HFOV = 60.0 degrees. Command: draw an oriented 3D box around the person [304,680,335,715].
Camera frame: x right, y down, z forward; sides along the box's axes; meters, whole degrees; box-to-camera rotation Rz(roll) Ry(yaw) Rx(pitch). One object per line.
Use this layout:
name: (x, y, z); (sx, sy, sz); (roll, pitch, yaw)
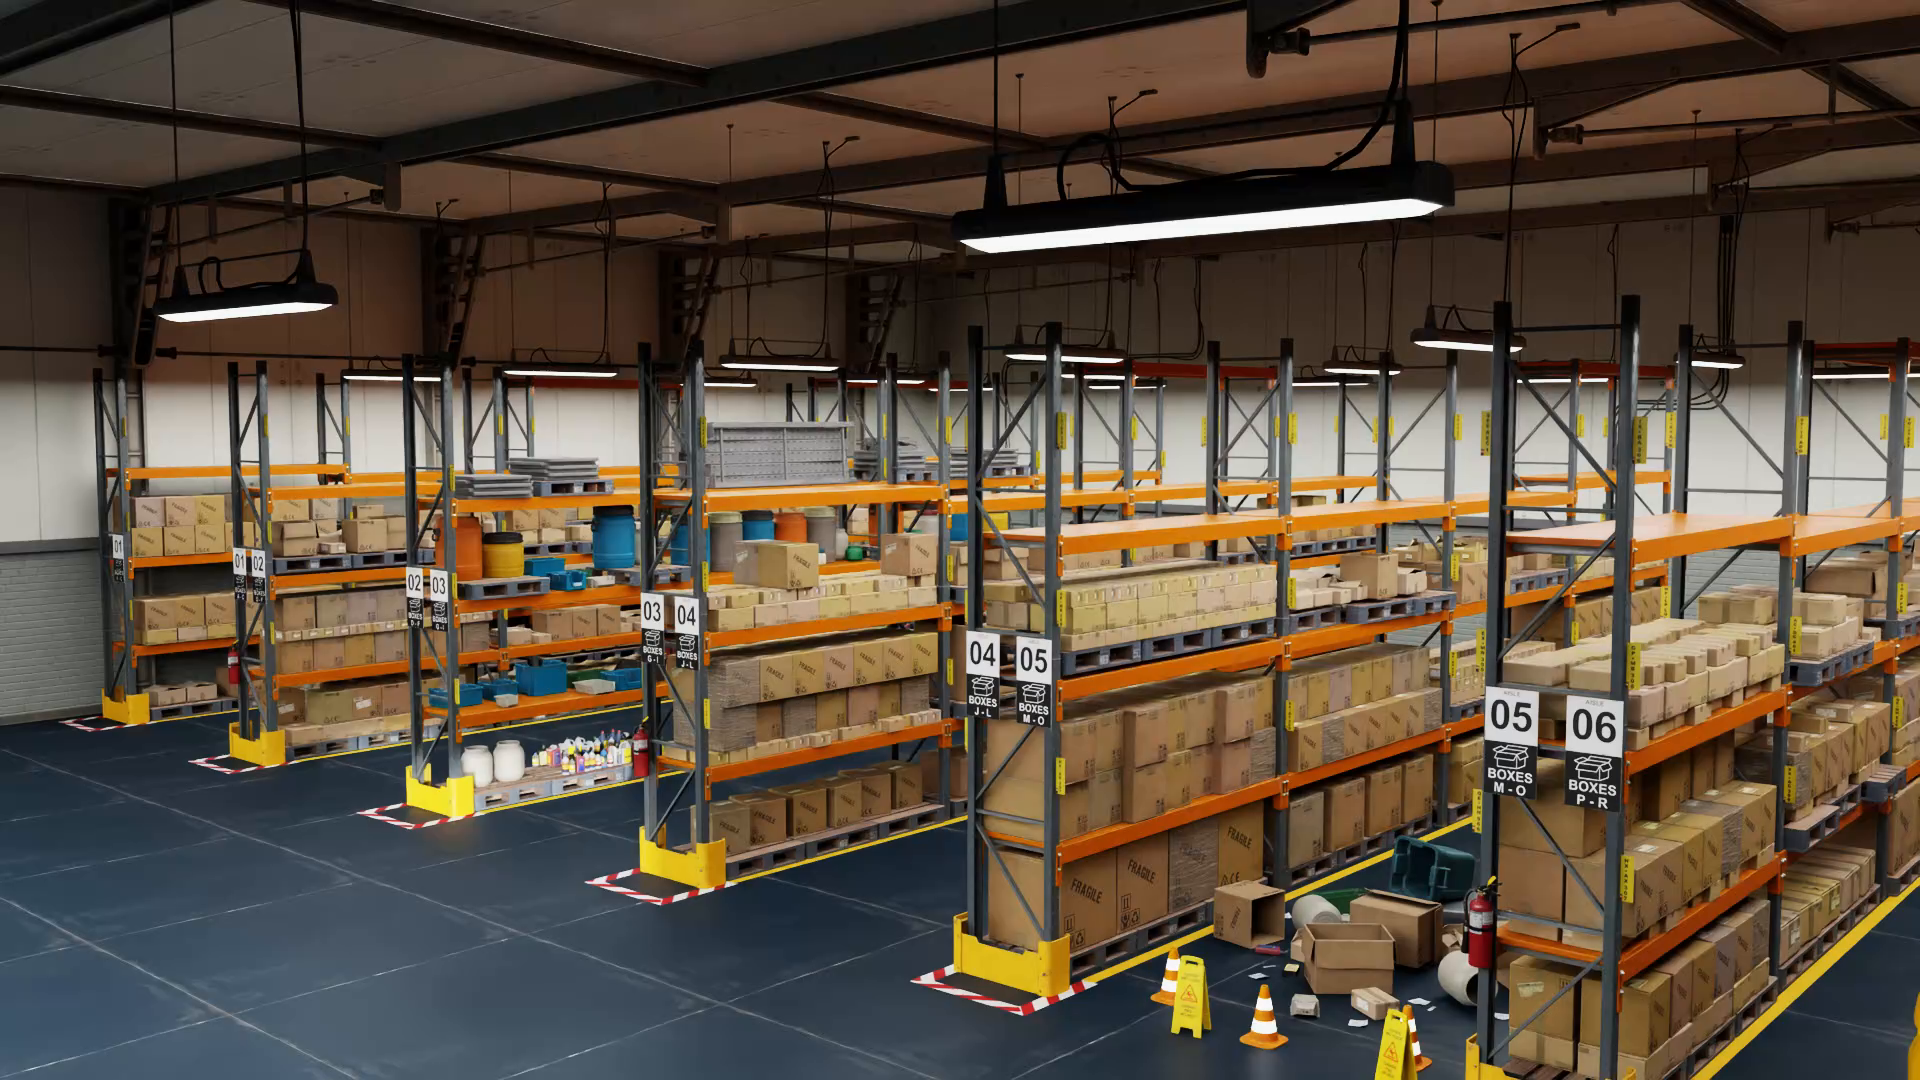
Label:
person: (-11.127, 2.215, 28.844); (0.525, 1.607, 0.992); (0, 4, 5)
